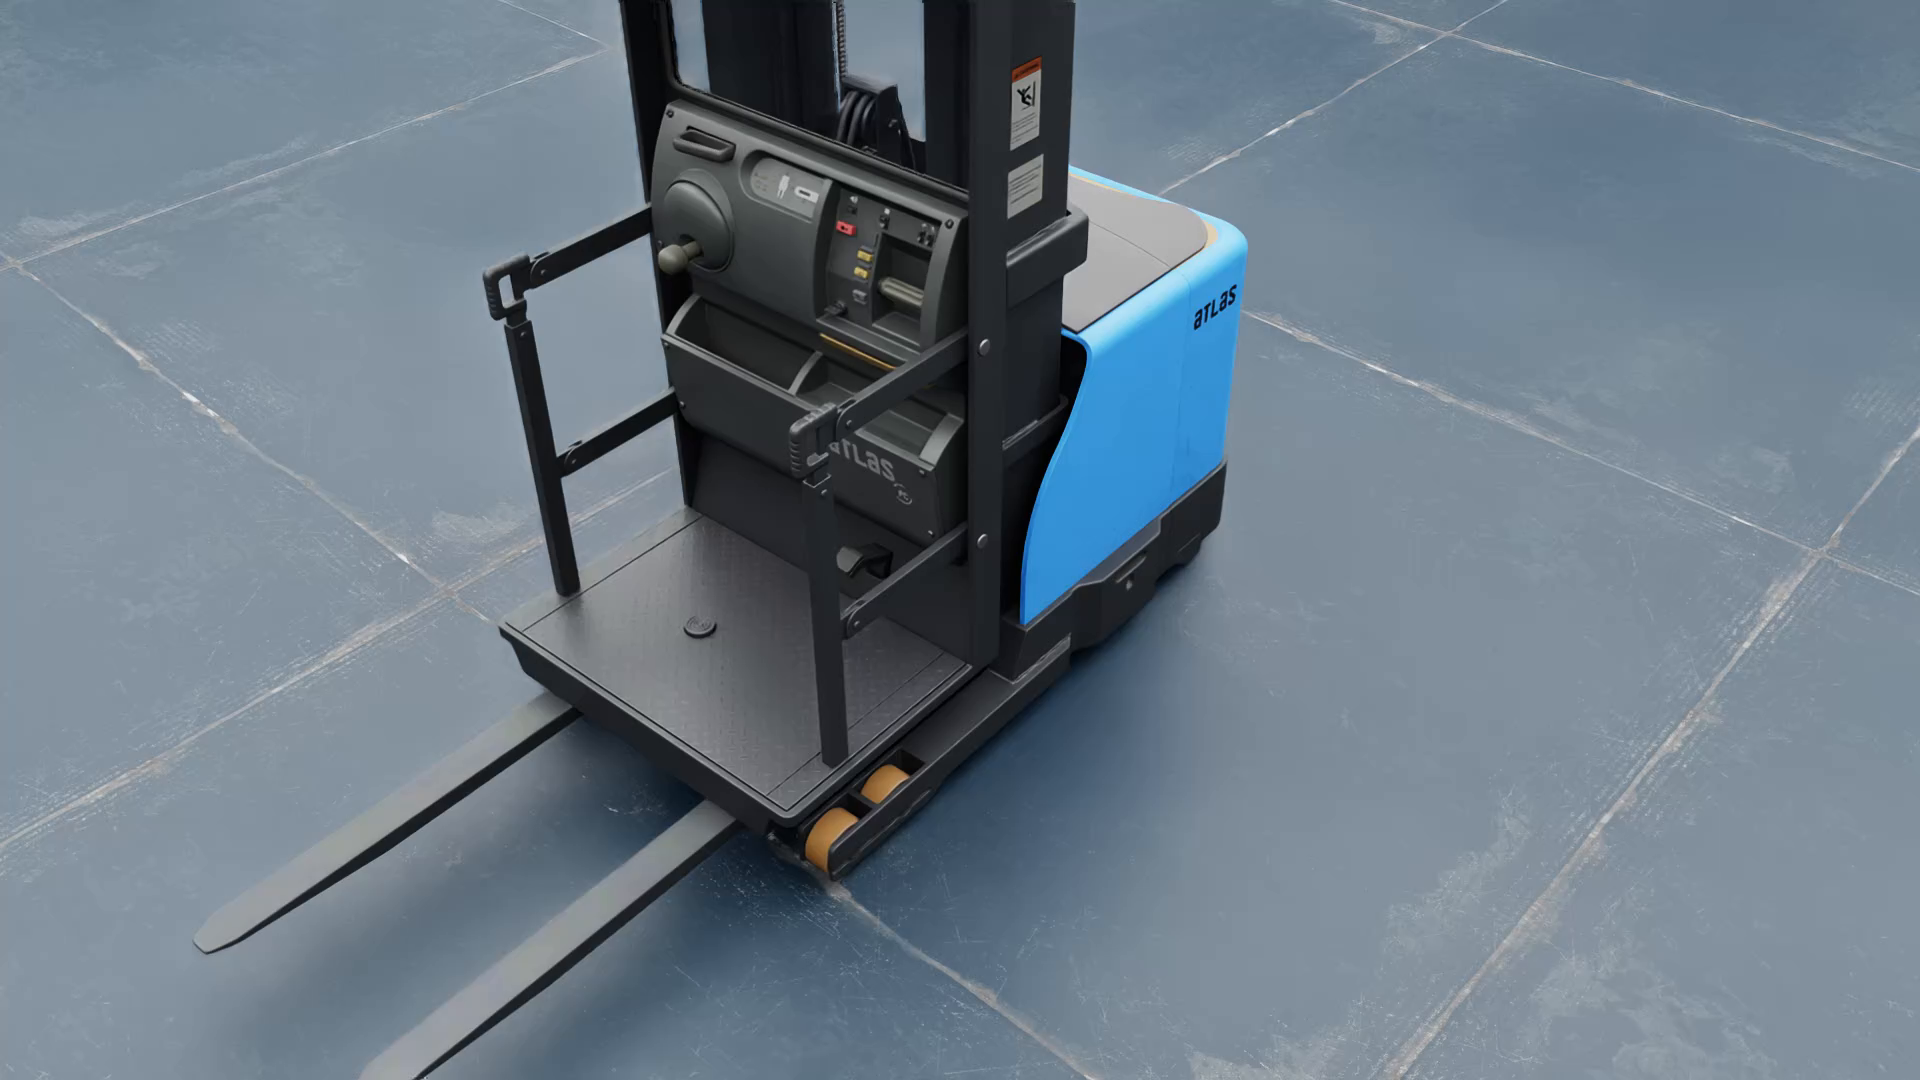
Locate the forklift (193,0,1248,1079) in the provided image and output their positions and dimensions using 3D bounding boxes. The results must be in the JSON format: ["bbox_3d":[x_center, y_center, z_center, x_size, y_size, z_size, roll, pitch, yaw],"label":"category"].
[{"bbox_3d":[-0.511,-0.660,3.725,1.130,2.935,3.031,27,46,30],"label":"forklift"}]
